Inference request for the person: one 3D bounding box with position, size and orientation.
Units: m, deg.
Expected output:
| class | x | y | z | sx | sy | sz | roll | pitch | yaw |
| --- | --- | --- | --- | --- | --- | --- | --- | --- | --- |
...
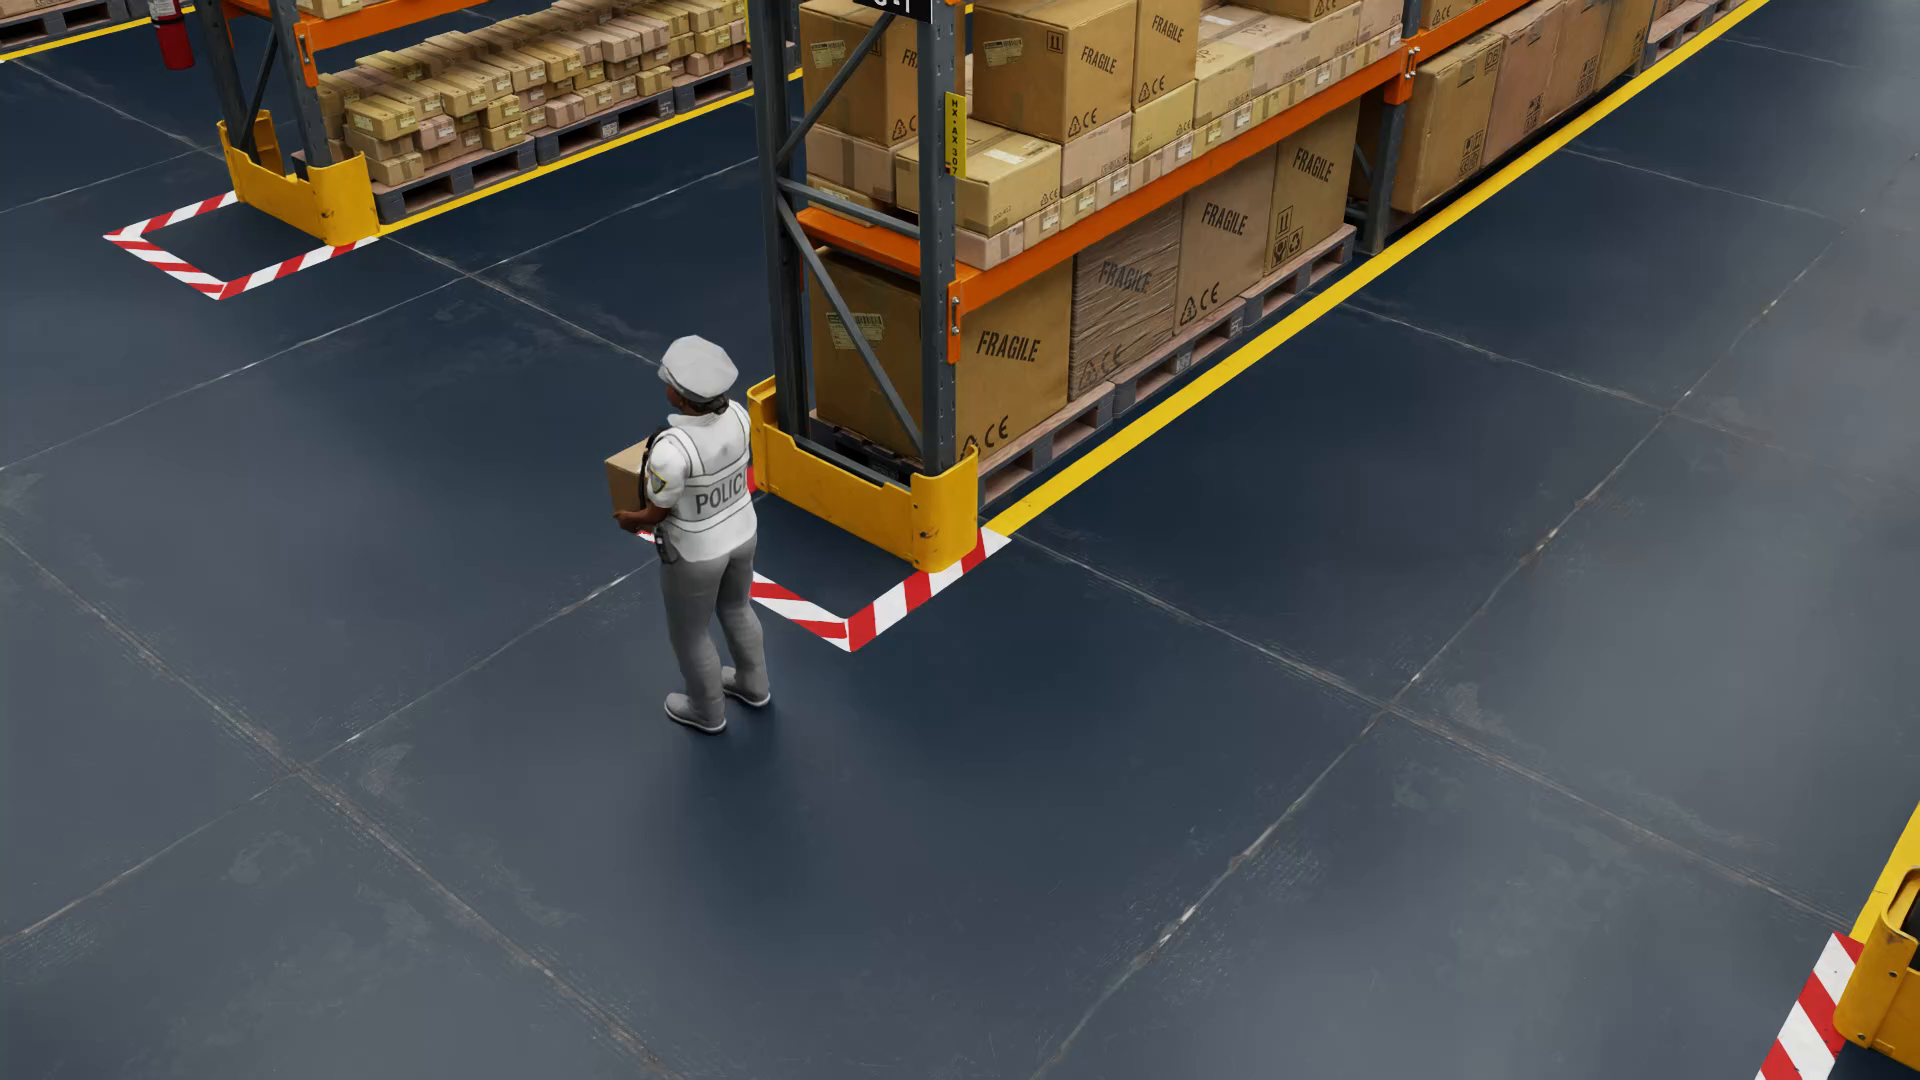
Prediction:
| class | x | y | z | sx | sy | sz | roll | pitch | yaw |
| --- | --- | --- | --- | --- | --- | --- | --- | --- | --- |
| person | -0.996 | -0.015 | 6.135 | 0.530 | 1.697 | 0.455 | 23 | 41 | 28 |
